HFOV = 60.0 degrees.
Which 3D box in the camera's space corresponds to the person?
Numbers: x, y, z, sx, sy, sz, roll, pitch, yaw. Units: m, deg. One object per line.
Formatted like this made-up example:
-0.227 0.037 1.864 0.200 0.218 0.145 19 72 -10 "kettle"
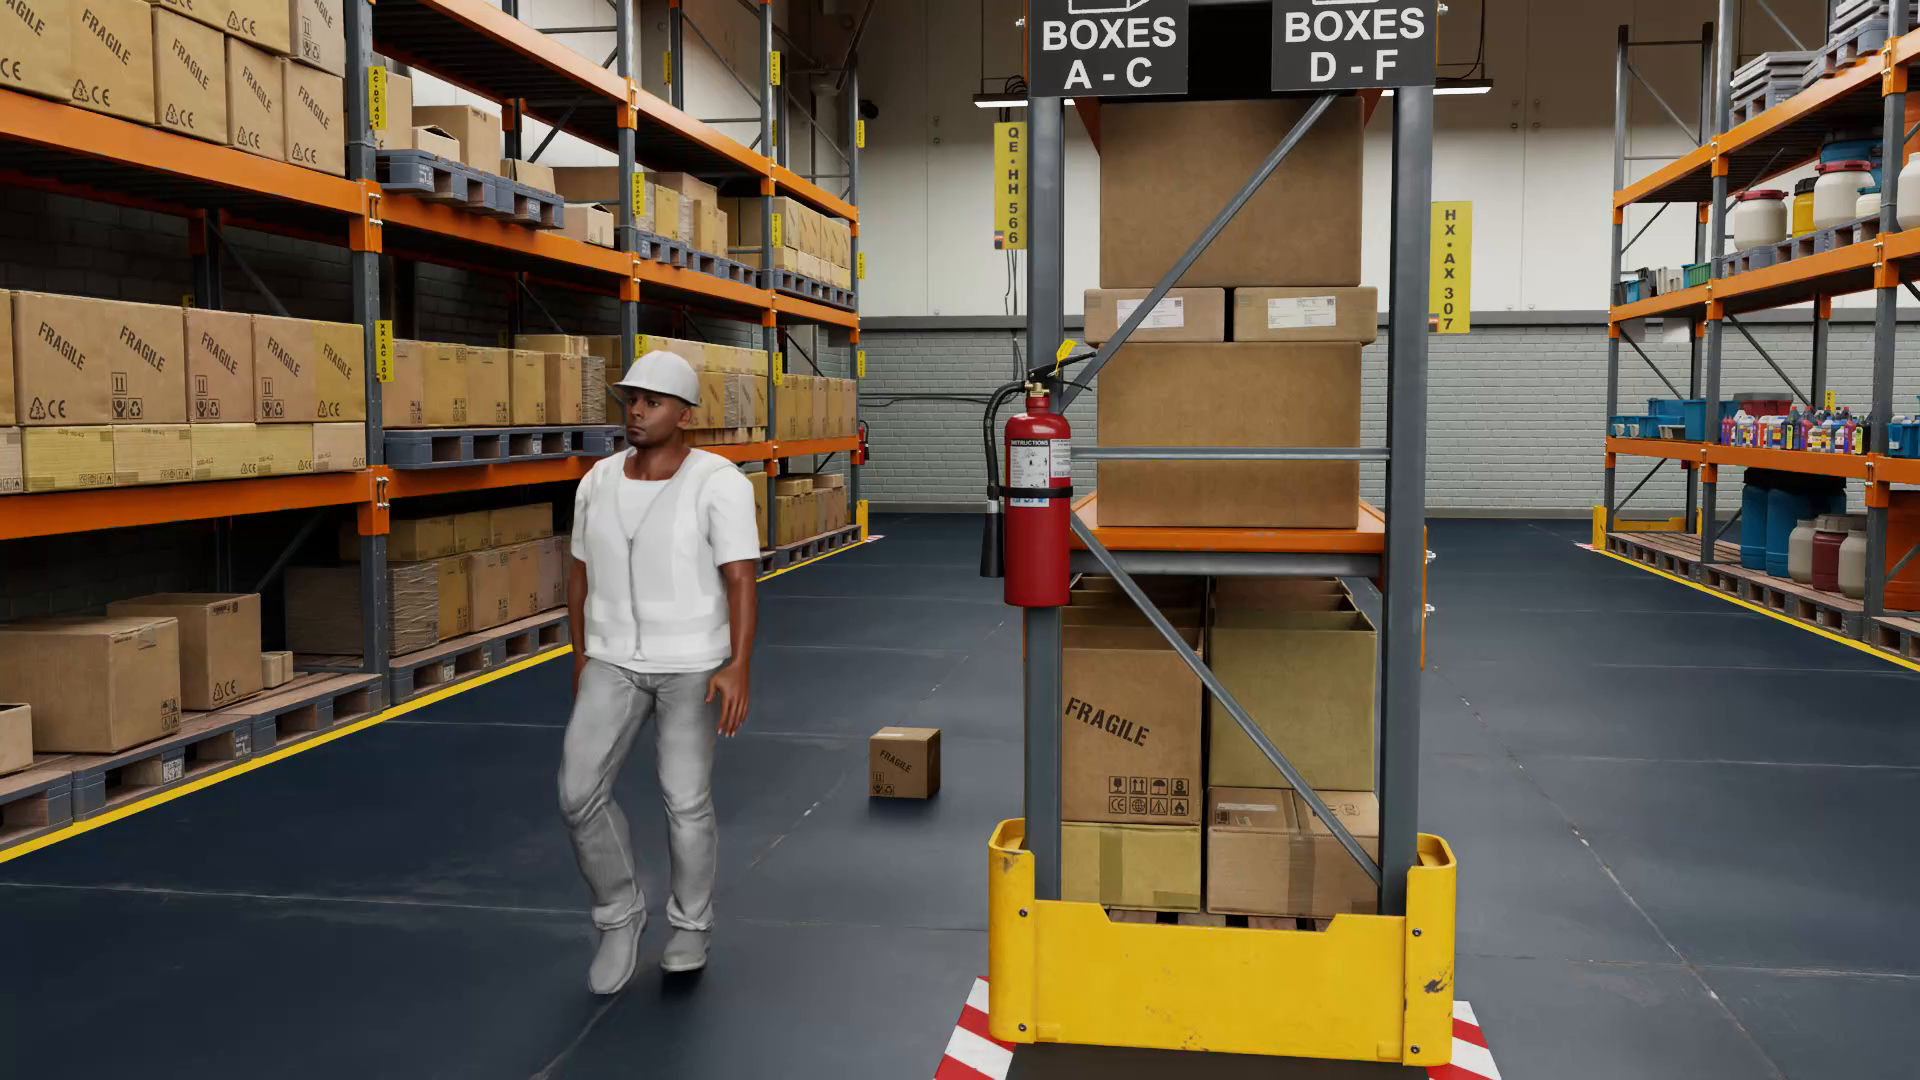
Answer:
-0.849 0.374 4.660 0.623 1.803 0.505 1 5 11 "person"
